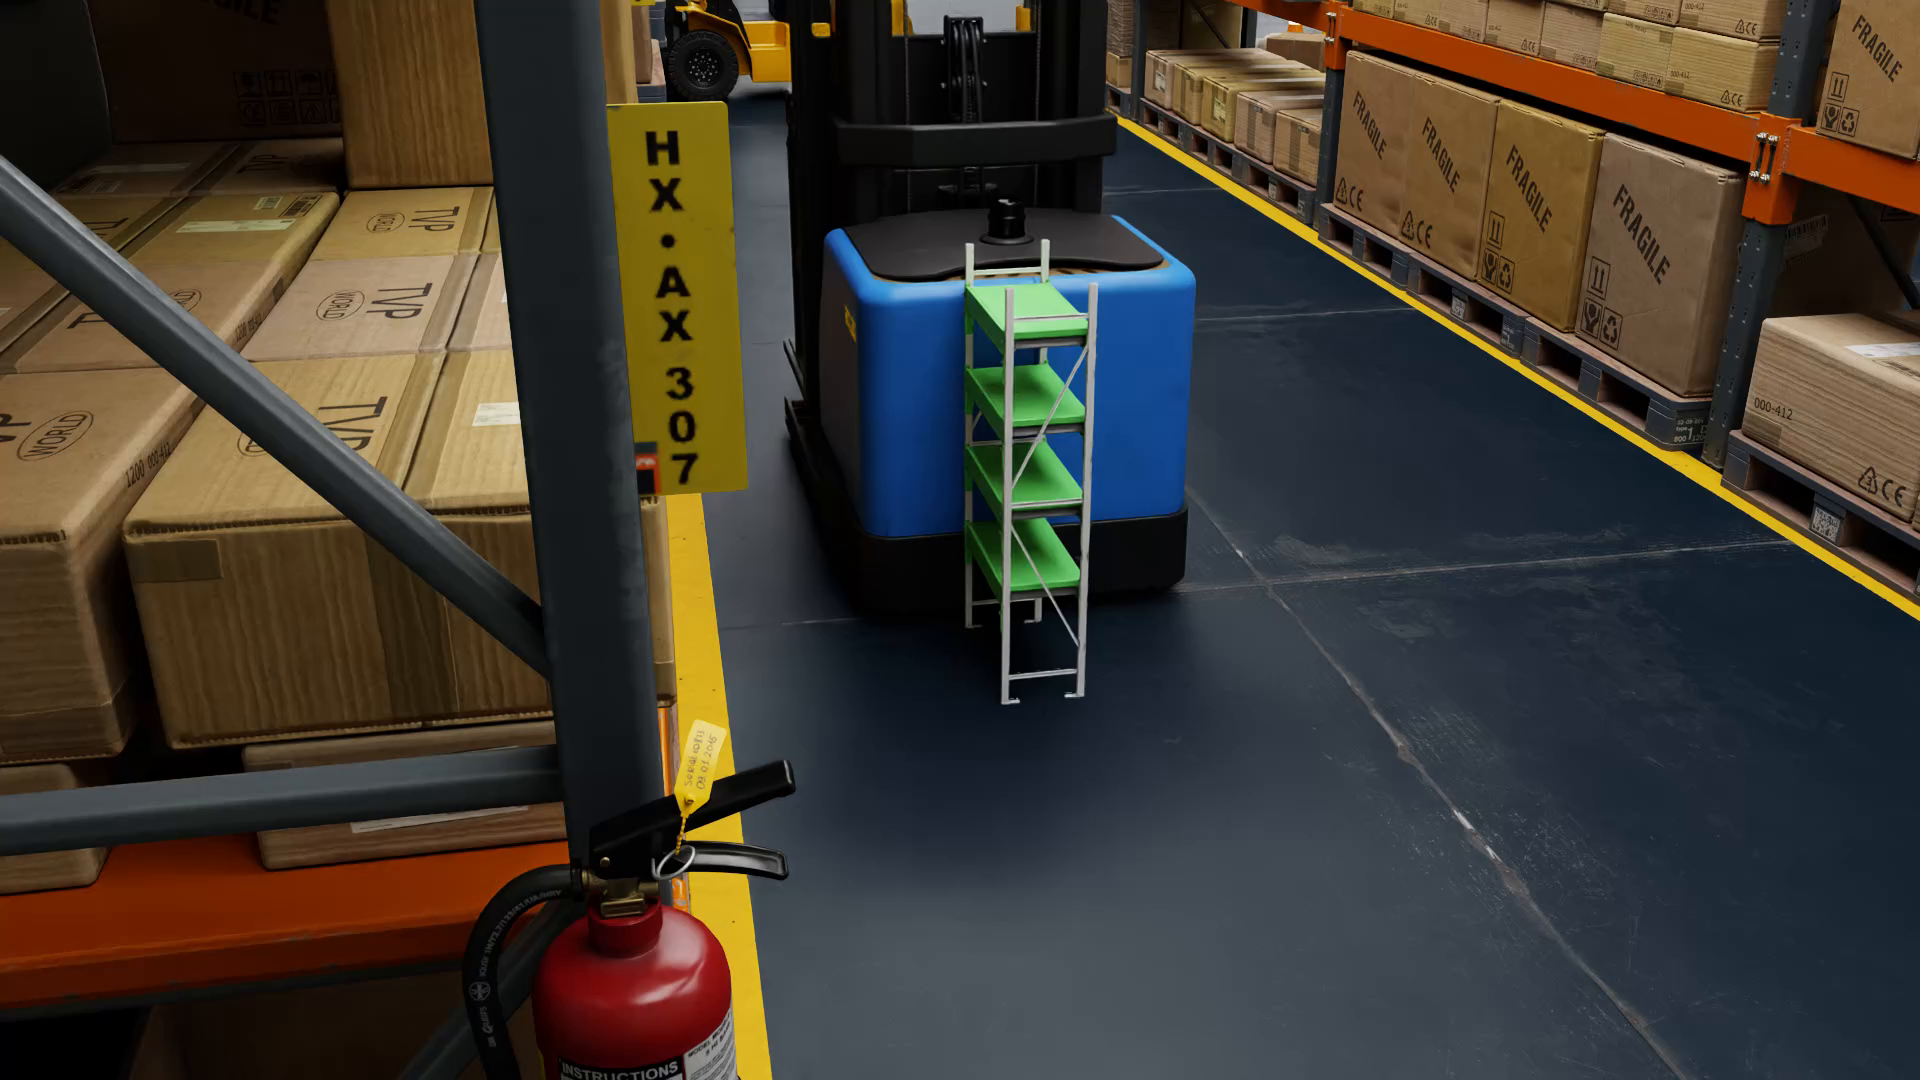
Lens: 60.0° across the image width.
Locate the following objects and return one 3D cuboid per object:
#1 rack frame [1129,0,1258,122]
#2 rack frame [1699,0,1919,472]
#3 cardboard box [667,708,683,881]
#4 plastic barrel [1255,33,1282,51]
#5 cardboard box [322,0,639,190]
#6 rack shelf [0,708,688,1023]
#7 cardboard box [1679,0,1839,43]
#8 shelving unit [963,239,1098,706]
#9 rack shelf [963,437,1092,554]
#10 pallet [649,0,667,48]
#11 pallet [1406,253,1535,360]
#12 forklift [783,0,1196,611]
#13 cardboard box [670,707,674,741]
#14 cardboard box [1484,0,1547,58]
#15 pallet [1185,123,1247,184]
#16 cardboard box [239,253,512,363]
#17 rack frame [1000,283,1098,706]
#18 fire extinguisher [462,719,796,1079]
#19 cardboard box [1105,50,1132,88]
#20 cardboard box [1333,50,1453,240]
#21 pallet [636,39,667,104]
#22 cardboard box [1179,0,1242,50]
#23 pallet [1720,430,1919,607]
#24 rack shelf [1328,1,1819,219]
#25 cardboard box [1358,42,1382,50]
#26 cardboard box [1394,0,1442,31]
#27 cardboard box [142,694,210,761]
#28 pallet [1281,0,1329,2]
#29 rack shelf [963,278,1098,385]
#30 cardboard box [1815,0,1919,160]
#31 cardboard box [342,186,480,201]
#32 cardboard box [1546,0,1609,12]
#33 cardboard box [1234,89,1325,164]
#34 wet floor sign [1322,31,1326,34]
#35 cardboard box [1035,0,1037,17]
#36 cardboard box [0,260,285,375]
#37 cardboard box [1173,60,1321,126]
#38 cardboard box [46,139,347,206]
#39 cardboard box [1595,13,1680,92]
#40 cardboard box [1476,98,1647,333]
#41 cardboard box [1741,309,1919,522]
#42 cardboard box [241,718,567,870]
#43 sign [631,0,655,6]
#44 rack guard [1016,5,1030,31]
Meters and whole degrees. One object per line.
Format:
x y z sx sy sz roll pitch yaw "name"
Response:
1.894 -4.841 13.087 1.000 3.000 0.127 -4 24 -10 "rack frame"
3.374 -1.695 5.883 1.000 3.000 0.127 -4 24 -10 "rack frame"
-0.904 0.614 3.195 0.700 0.500 0.500 -3 24 -8 "cardboard box"
3.024 -4.534 15.602 0.512 0.421 0.421 13 27 27 "plastic barrel"
-0.861 -0.952 3.061 0.500 0.500 0.500 -4 24 -8 "cardboard box"
-1.134 -0.210 3.381 1.077 0.370 4.000 -4 24 -10 "rack shelf"
3.053 -2.011 6.168 0.500 0.250 0.500 -4 24 -10 "cardboard box"
0.183 -0.192 4.690 0.258 1.200 0.503 -5 24 -11 "shelving unit"
0.183 -0.133 4.716 0.258 0.148 0.480 -5 24 -11 "rack shelf"
-2.049 -2.550 8.080 1.213 0.211 1.003 -4 24 -10 "pallet"
2.928 -1.196 8.224 1.003 0.211 1.213 -4 24 -10 "pallet"
-0.087 -1.688 5.953 1.130 2.935 3.031 -5 24 -11 "forklift"
-1.096 0.206 4.130 0.700 0.500 0.500 -5 24 -12 "cardboard box"
2.775 -2.387 7.655 0.500 0.250 0.500 -4 24 -10 "cardboard box"
2.269 -2.777 11.844 1.003 0.211 1.213 -4 24 -10 "pallet"
-0.677 -0.217 2.314 0.500 0.250 0.500 -4 24 -9 "cardboard box"
0.233 -0.096 4.471 0.240 1.200 0.015 -5 24 -11 "rack frame"
-0.283 0.477 1.472 0.296 0.674 0.183 -4 24 -10 "fire extinguisher"
1.521 -3.986 14.041 0.500 0.250 0.500 -3 24 -7 "cardboard box"
2.680 -2.209 9.190 0.875 0.875 0.875 -5 24 -10 "cardboard box"
-1.544 -1.560 5.815 1.003 0.211 1.213 -4 24 -10 "pallet"
2.051 -4.370 13.981 0.500 0.500 0.500 -3 24 -7 "cardboard box"
3.437 -0.112 5.743 1.003 0.211 1.213 -4 24 -10 "pallet"
3.004 -2.152 7.828 1.077 0.370 4.000 -4 24 -10 "rack shelf"
3.638 -4.186 13.765 0.500 0.500 0.500 -4 24 -10 "cardboard box"
2.589 -2.788 8.572 0.500 0.250 0.500 -5 24 -11 "cardboard box"
-1.076 0.148 1.978 0.380 0.149 0.250 -4 24 -8 "cardboard box"
2.397 -3.453 10.147 1.213 0.211 1.003 -4 24 -10 "pallet"
0.183 -0.573 4.524 0.258 0.148 0.480 -5 24 -11 "rack shelf"
3.203 -1.537 5.396 0.500 0.500 0.500 -4 24 -8 "cardboard box"
-0.889 -0.616 3.227 0.500 0.250 0.500 -5 24 -11 "cardboard box"
2.852 -2.410 7.083 0.500 0.250 0.500 -4 24 -8 "cardboard box"
2.395 -2.769 11.101 0.950 0.372 0.625 -5 24 -11 "cardboard box"
4.049 -5.607 17.781 0.267 0.644 0.232 -9 25 -19 "wet floor sign"
1.037 -5.344 16.211 0.500 0.500 0.500 -5 24 -12 "cardboard box"
-1.204 -0.184 2.240 0.500 0.250 0.500 -4 24 -10 "cardboard box"
2.130 -3.341 12.410 0.950 0.372 0.625 -3 24 -6 "cardboard box"
-1.388 -0.585 3.158 0.500 0.250 0.500 -4 24 -10 "cardboard box"
2.950 -1.984 6.733 0.500 0.250 0.500 -5 24 -10 "cardboard box"
3.006 -1.506 7.581 0.875 0.875 0.875 -4 24 -8 "cardboard box"
3.384 -0.458 5.728 0.875 0.438 0.875 -5 24 -11 "cardboard box"
-0.555 0.213 1.828 0.380 0.149 0.250 -4 24 -10 "cardboard box"
-0.972 -1.766 4.964 0.100 0.325 0.005 -4 24 -10 "sign"
1.169 -5.239 17.122 1.175 0.500 0.348 -4 24 -10 "rack guard"
